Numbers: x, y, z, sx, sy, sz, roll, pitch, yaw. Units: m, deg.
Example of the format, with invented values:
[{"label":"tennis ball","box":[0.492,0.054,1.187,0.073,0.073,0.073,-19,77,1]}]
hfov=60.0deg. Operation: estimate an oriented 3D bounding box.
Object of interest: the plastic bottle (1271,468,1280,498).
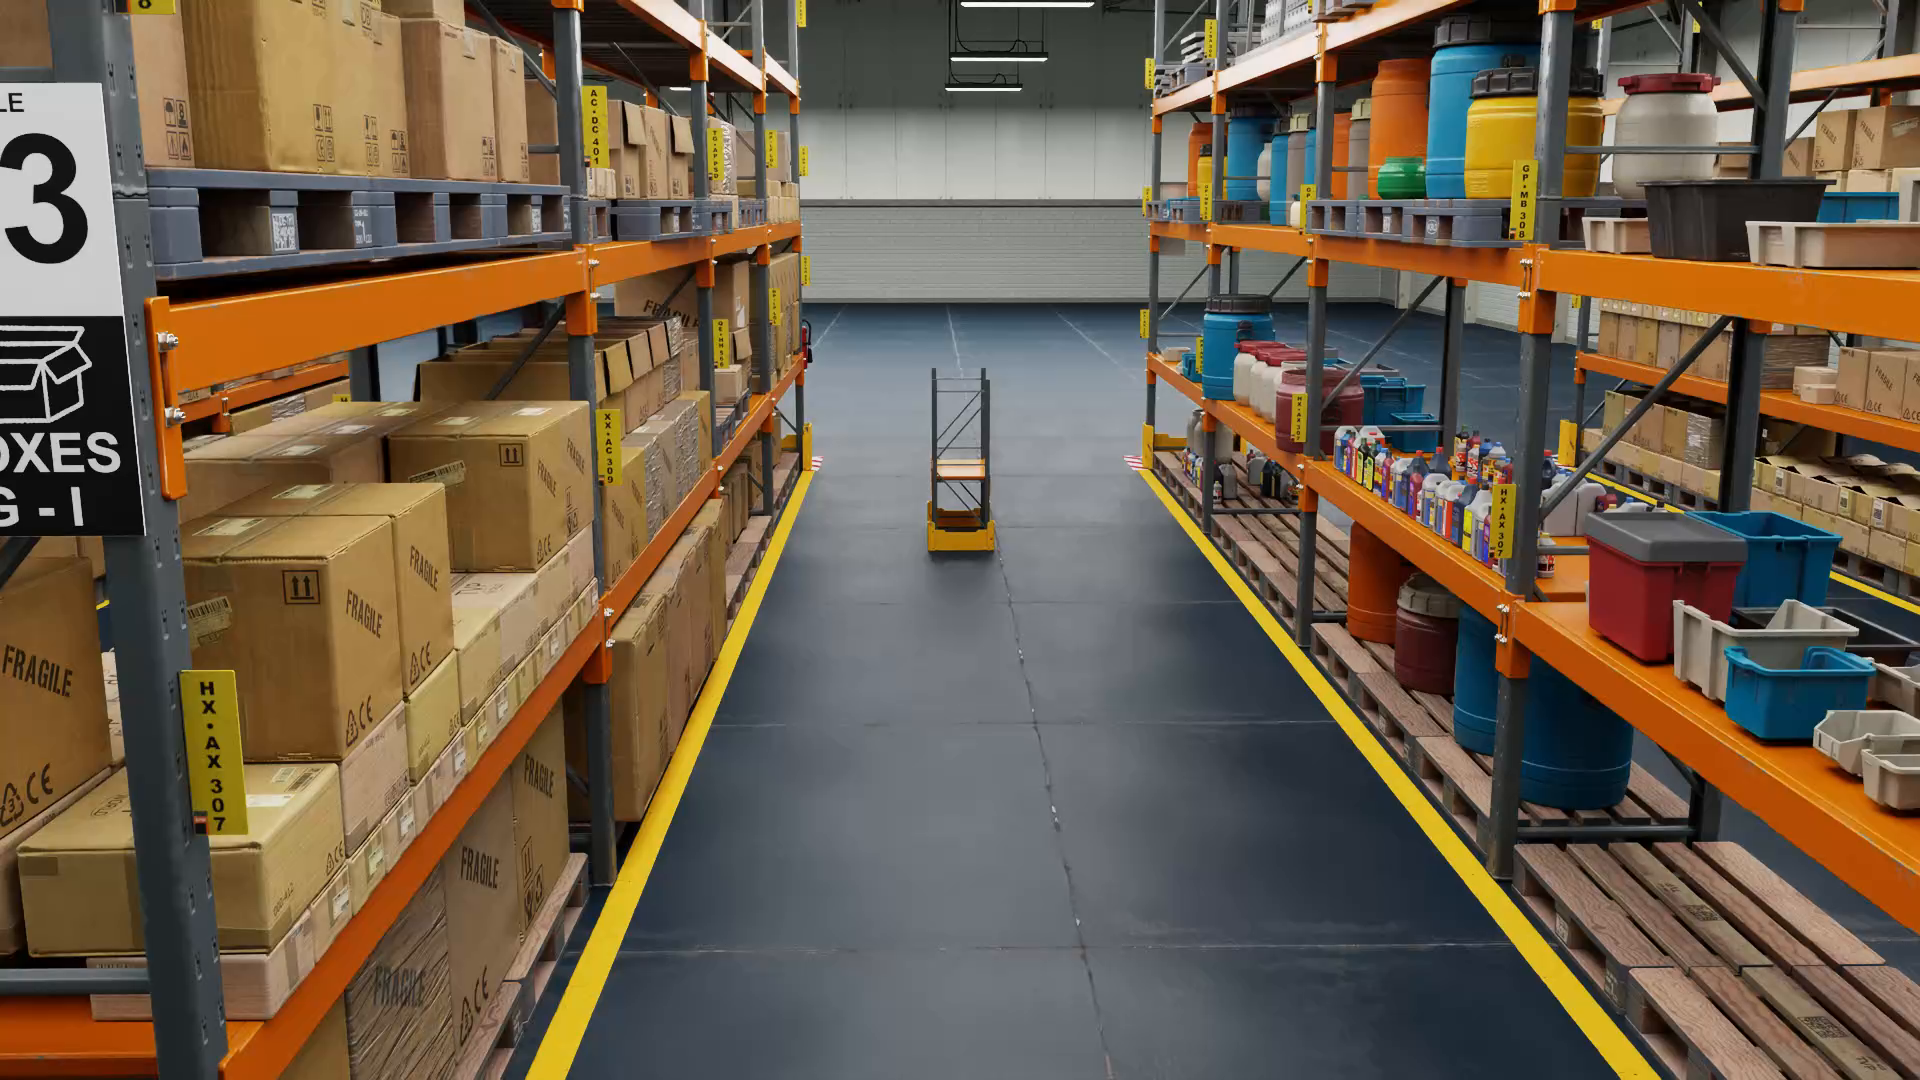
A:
[{"label":"plastic bottle","box":[3.030,-0.551,15.954,0.061,0.283,0.133,0,11,-1]}]

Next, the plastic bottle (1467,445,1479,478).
[{"label":"plastic bottle","box":[3.245,-0.497,10.466,0.097,0.201,0.097,0,11,0]}]

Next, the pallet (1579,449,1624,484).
[{"label":"pallet","box":[7.666,-0.834,18.638,1.003,0.211,1.213,0,11,-1]}]

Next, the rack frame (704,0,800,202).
[{"label":"rack frame","box":[-2.296,-5.252,18.316,1.000,3.000,0.127,0,11,-1]}]

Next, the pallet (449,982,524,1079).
[{"label":"pallet","box":[-2.082,1.834,5.486,1.003,0.211,1.213,0,11,-1]}]

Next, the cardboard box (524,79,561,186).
[{"label":"cardboard box","box":[-2.070,-1.767,7.372,0.700,0.500,0.500,0,11,0]}]

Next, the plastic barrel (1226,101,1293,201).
[{"label":"plastic barrel","box":[2.825,-3.657,15.681,0.600,0.901,0.708,0,11,-1]}]

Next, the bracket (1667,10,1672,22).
[{"label":"bracket","box":[12.829,-9.408,29.748,0.235,0.232,0.430,0,11,-1]}]

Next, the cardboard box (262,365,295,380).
[{"label":"cardboard box","box":[-7.121,-1.881,16.408,0.875,0.550,0.550,0,11,-1]}]

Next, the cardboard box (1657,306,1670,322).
[{"label":"cardboard box","box":[7.432,-2.335,17.140,0.380,0.149,0.250,0,11,-1]}]

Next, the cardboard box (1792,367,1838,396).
[{"label":"cardboard box","box":[7.745,-1.386,14.723,0.500,0.250,0.500,0,11,2]}]

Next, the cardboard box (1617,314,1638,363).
[{"label":"cardboard box","box":[7.621,-2.204,18.127,0.700,0.500,0.500,0,11,0]}]

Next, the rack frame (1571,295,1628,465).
[{"label":"rack frame","box":[7.609,-2.352,19.109,1.000,3.000,0.127,0,11,-1]}]

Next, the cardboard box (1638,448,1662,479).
[{"label":"cardboard box","box":[7.427,-0.805,17.341,0.500,0.250,0.500,0,11,-1]}]

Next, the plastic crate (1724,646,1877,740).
[{"label":"plastic crate","box":[2.688,0.493,5.353,0.416,0.233,0.300,0,11,-1]}]

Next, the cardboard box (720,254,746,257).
[{"label":"cardboard box","box":[-2.553,-2.787,17.739,0.500,0.500,0.500,0,11,-1]}]

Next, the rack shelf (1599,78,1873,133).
[{"label":"rack shelf","box":[7.650,-4.346,16.664,1.077,0.370,4.000,0,11,-1]}]

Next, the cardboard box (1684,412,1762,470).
[{"label":"cardboard box","box":[7.465,-0.974,16.287,0.500,0.500,0.500,0,11,-1]}]

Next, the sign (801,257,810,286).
[{"label":"sign","box":[-1.740,-3.033,18.757,0.100,0.325,0.005,0,11,-1]}]

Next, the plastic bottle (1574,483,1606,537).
[{"label":"plastic bottle","box":[3.257,-0.164,8.635,0.152,0.276,0.135,0,11,-1]}]

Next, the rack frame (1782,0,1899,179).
[{"label":"rack frame","box":[7.691,-4.497,14.593,1.000,3.000,0.127,0,11,-1]}]

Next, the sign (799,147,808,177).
[{"label":"sign","box":[-1.740,-4.214,18.517,0.100,0.325,0.005,0,11,-1]}]

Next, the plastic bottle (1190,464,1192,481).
[{"label":"plastic bottle","box":[2.393,-0.707,16.933,0.097,0.201,0.097,0,11,0]}]

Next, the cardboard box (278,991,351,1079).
[{"label":"cardboard box","box":[-2.058,1.577,4.030,0.875,0.875,0.875,0,11,-1]}]

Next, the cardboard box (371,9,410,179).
[{"label":"cardboard box","box":[-2.096,-1.334,4.987,0.700,0.500,0.500,0,11,1]}]

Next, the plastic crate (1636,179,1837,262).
[{"label":"plastic crate","box":[2.656,-1.105,5.747,0.497,0.269,0.590,0,11,-1]}]

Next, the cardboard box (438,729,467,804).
[{"label":"cardboard box","box":[-1.671,0.664,4.874,0.380,0.149,0.250,0,11,-2]}]

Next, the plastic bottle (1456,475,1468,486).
[{"label":"plastic bottle","box":[2.672,-0.211,8.879,0.097,0.271,0.097,0,11,0]}]

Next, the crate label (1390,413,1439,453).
[{"label":"crate label","box":[3.188,-0.746,11.611,0.303,0.233,0.416,0,11,-1]}]

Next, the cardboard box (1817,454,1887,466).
[{"label":"cardboard box","box":[7.986,-0.611,14.975,0.500,0.311,0.500,0,11,-1]}]

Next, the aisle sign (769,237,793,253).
[{"label":"aisle sign","box":[-1.997,-3.600,18.720,0.394,0.787,0.004,0,11,-1]}]

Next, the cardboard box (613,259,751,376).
[{"label":"cardboard box","box":[-2.336,-1.858,14.110,1.000,1.000,1.000,0,11,-1]}]

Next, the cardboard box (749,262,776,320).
[{"label":"cardboard box","box":[-1.968,-2.292,15.300,0.500,0.500,0.500,0,11,-1]}]

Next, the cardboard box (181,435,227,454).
[{"label":"cardboard box","box":[-7.071,-0.497,14.567,1.050,0.750,0.750,0,11,-1]}]

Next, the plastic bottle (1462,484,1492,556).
[{"label":"plastic bottle","box":[2.558,-0.104,8.153,0.144,0.351,0.185,0,11,-1]}]

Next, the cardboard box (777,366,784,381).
[{"label":"cardboard box","box":[-1.920,-1.637,16.215,0.380,0.149,0.250,0,11,-1]}]

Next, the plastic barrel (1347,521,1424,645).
[{"label":"plastic barrel","box":[2.849,0.213,10.869,0.600,0.830,0.708,0,11,-1]}]

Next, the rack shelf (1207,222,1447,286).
[{"label":"rack shelf","box":[2.780,-2.257,12.907,1.077,0.370,4.000,0,11,-1]}]

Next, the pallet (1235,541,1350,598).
[{"label":"pallet","box":[2.822,0.228,13.403,1.003,0.211,1.213,0,11,-1]}]

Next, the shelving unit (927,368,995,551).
[{"label":"shelving unit","box":[-0.002,-0.750,14.985,0.587,1.500,1.083,0,11,-1]}]

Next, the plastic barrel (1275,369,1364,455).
[{"label":"plastic barrel","box":[2.509,-0.900,11.609,0.600,0.536,0.708,0,11,-1]}]

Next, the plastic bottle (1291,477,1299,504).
[{"label":"plastic bottle","box":[3.171,-0.481,15.642,0.097,0.271,0.097,0,11,0]}]

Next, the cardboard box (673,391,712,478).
[{"label":"cardboard box","box":[-1.872,-0.674,10.585,0.500,0.500,0.500,0,11,1]}]

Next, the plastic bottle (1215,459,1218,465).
[{"label":"plastic bottle","box":[2.529,-0.657,16.476,0.061,0.283,0.133,0,11,-1]}]

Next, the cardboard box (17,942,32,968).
[{"label":"cardboard box","box":[-2.309,0.870,3.857,0.380,0.149,0.250,0,11,-1]}]

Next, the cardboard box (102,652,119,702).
[{"label":"cardboard box","box":[-2.261,0.499,4.685,0.500,0.250,0.500,-1,11,-3]}]

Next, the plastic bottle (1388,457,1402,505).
[{"label":"plastic bottle","box":[2.506,-0.339,9.510,0.097,0.271,0.097,0,11,0]}]

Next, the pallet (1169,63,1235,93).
[{"label":"pallet","box":[2.666,-4.596,16.561,1.003,0.211,1.213,0,11,-1]}]

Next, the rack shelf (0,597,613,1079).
[{"label":"rack shelf","box":[-2.006,0.823,5.266,1.077,0.370,4.000,0,11,-1]}]

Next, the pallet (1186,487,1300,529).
[{"label":"pallet","box":[2.767,-0.305,16.029,1.003,0.211,1.213,0,11,-1]}]

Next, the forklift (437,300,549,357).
[{"label":"forklift","box":[-4.613,-1.740,16.262,1.130,2.935,3.031,0,11,-1]}]

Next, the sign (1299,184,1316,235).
[{"label":"sign","box":[2.272,-2.157,10.868,0.100,0.325,0.005,0,11,-1]}]

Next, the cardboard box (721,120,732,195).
[{"label":"cardboard box","box":[-1.890,-2.681,11.678,0.500,0.500,0.500,0,11,-1]}]

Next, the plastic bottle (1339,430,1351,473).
[{"label":"plastic bottle","box":[2.482,-0.569,10.642,0.097,0.271,0.097,0,11,0]}]
